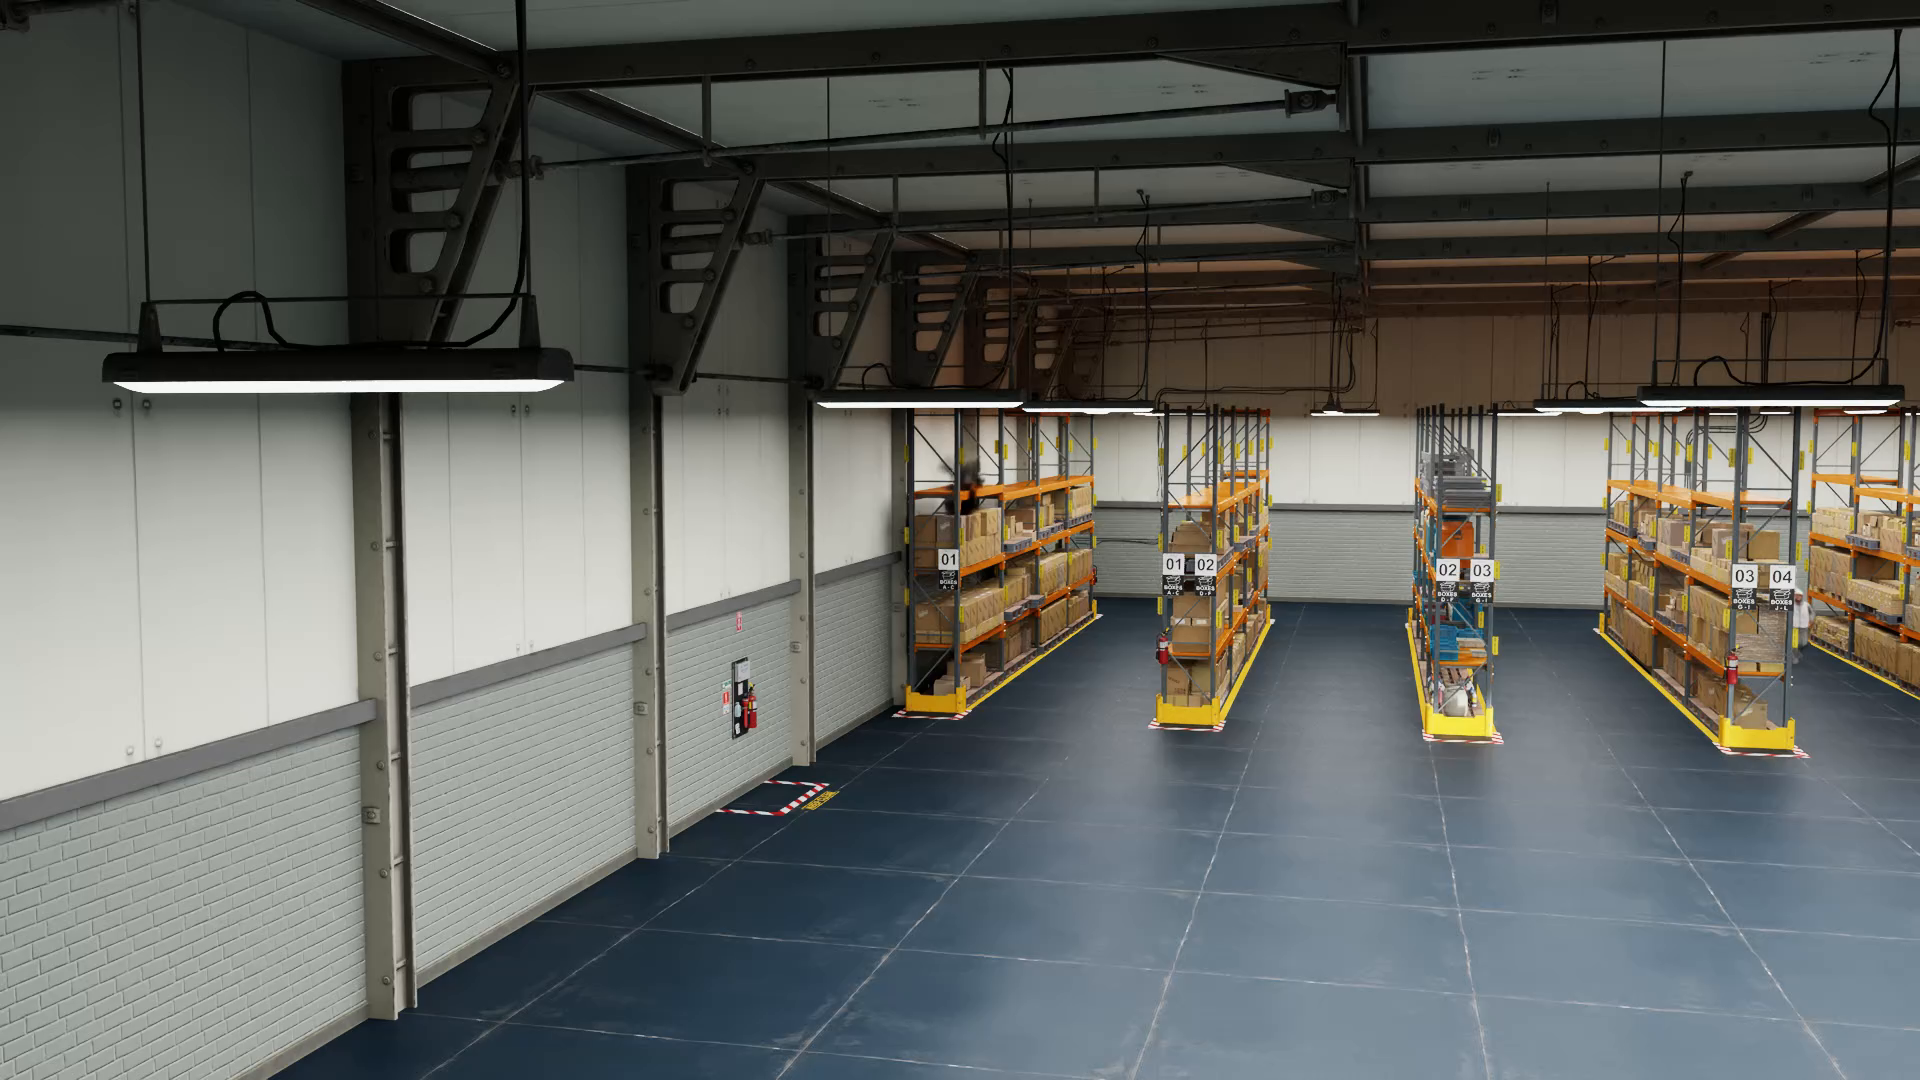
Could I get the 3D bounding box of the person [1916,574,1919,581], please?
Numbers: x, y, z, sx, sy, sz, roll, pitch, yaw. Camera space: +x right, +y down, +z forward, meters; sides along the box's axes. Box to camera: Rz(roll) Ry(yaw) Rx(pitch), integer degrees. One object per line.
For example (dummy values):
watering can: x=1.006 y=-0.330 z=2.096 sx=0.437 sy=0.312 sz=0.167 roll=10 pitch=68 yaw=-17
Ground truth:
person: x=25.346 y=1.733 z=43.783 sx=0.747 sy=1.717 sz=0.576 roll=1 pitch=4 yaw=17

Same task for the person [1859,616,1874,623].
person: x=23.760 y=1.750 z=43.670 sx=0.566 sy=1.582 sz=0.807 roll=-1 pitch=4 yaw=-18

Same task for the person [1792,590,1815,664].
person: x=19.626 y=2.032 z=38.891 sx=0.669 sy=1.735 sz=0.518 roll=2 pitch=4 yaw=20
